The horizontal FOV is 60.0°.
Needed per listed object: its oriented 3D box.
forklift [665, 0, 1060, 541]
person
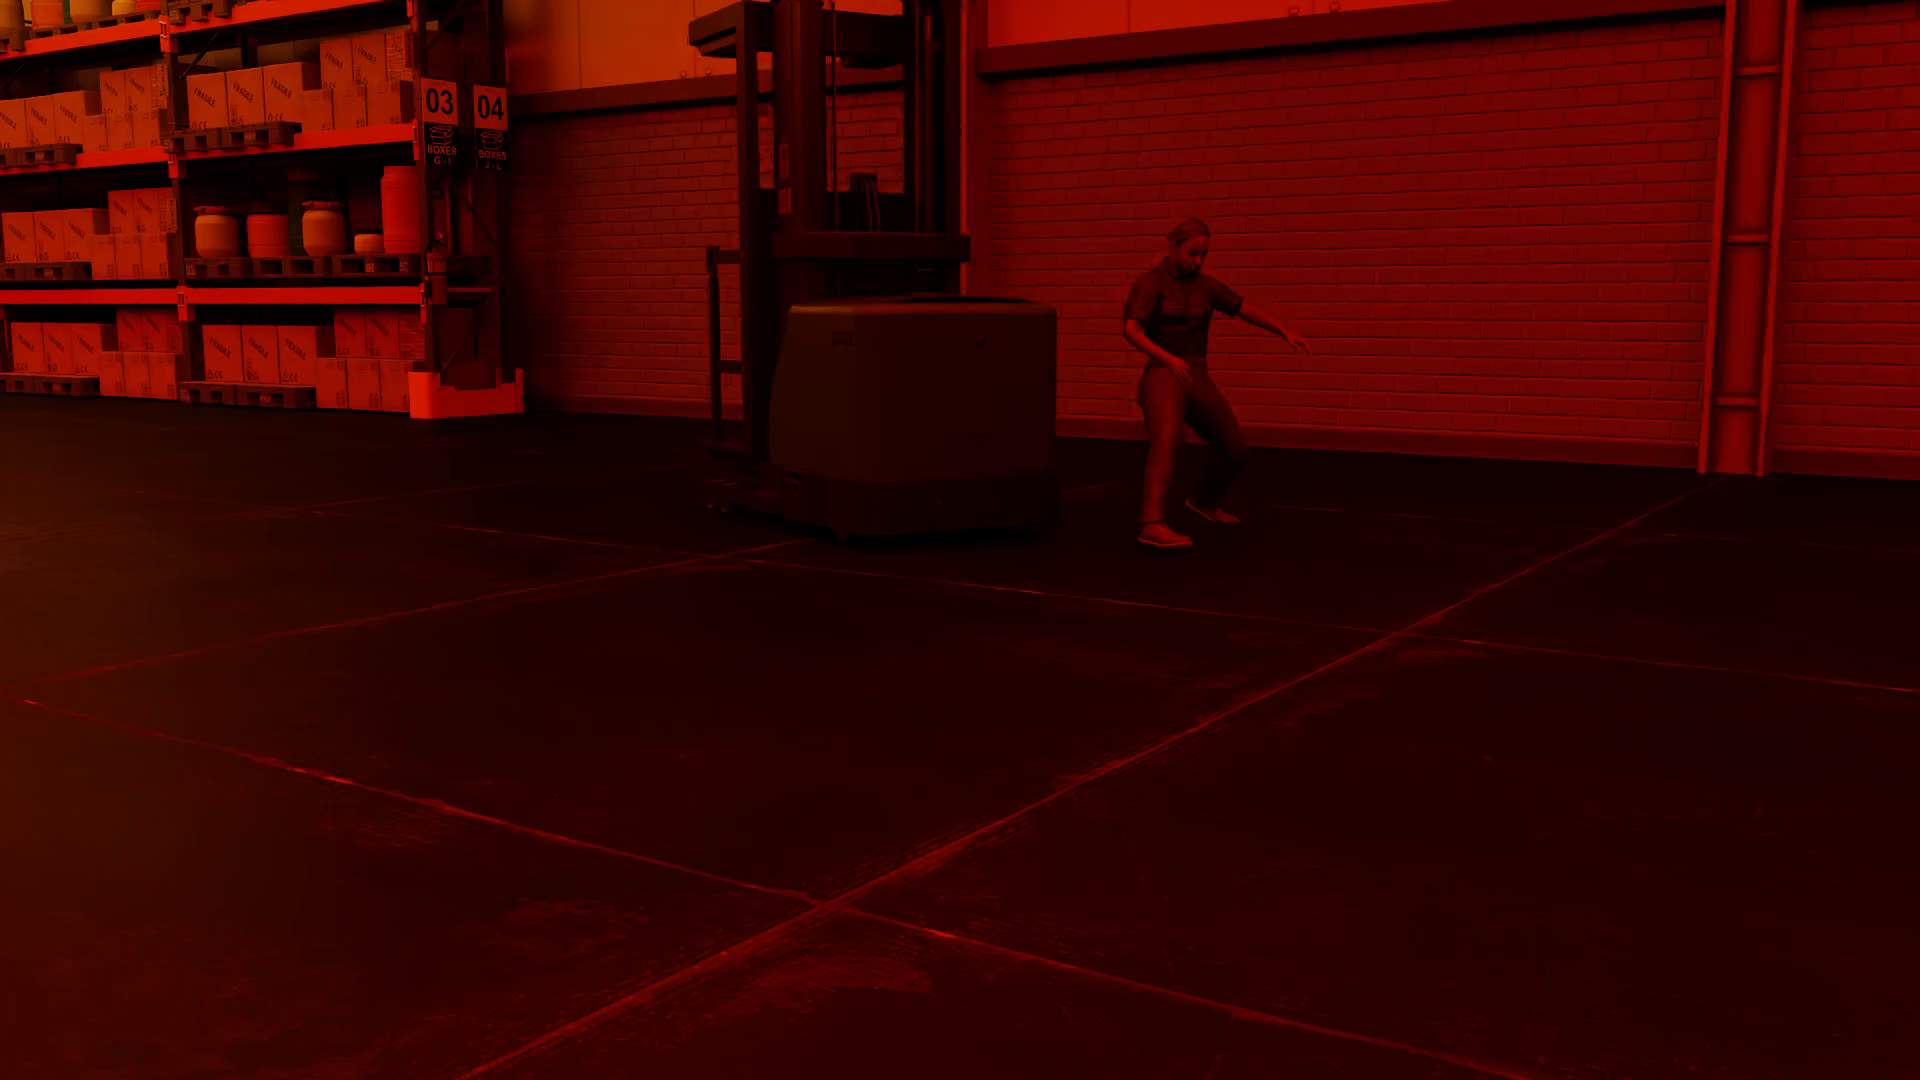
[{"bbox_3d":[-0.708,-1.614,8.542,1.130,2.935,3.031,-5,9,-29],"label":"forklift"},{"bbox_3d":[1.107,-0.725,7.657,1.060,1.492,0.964,-5,10,-32],"label":"person"}]
